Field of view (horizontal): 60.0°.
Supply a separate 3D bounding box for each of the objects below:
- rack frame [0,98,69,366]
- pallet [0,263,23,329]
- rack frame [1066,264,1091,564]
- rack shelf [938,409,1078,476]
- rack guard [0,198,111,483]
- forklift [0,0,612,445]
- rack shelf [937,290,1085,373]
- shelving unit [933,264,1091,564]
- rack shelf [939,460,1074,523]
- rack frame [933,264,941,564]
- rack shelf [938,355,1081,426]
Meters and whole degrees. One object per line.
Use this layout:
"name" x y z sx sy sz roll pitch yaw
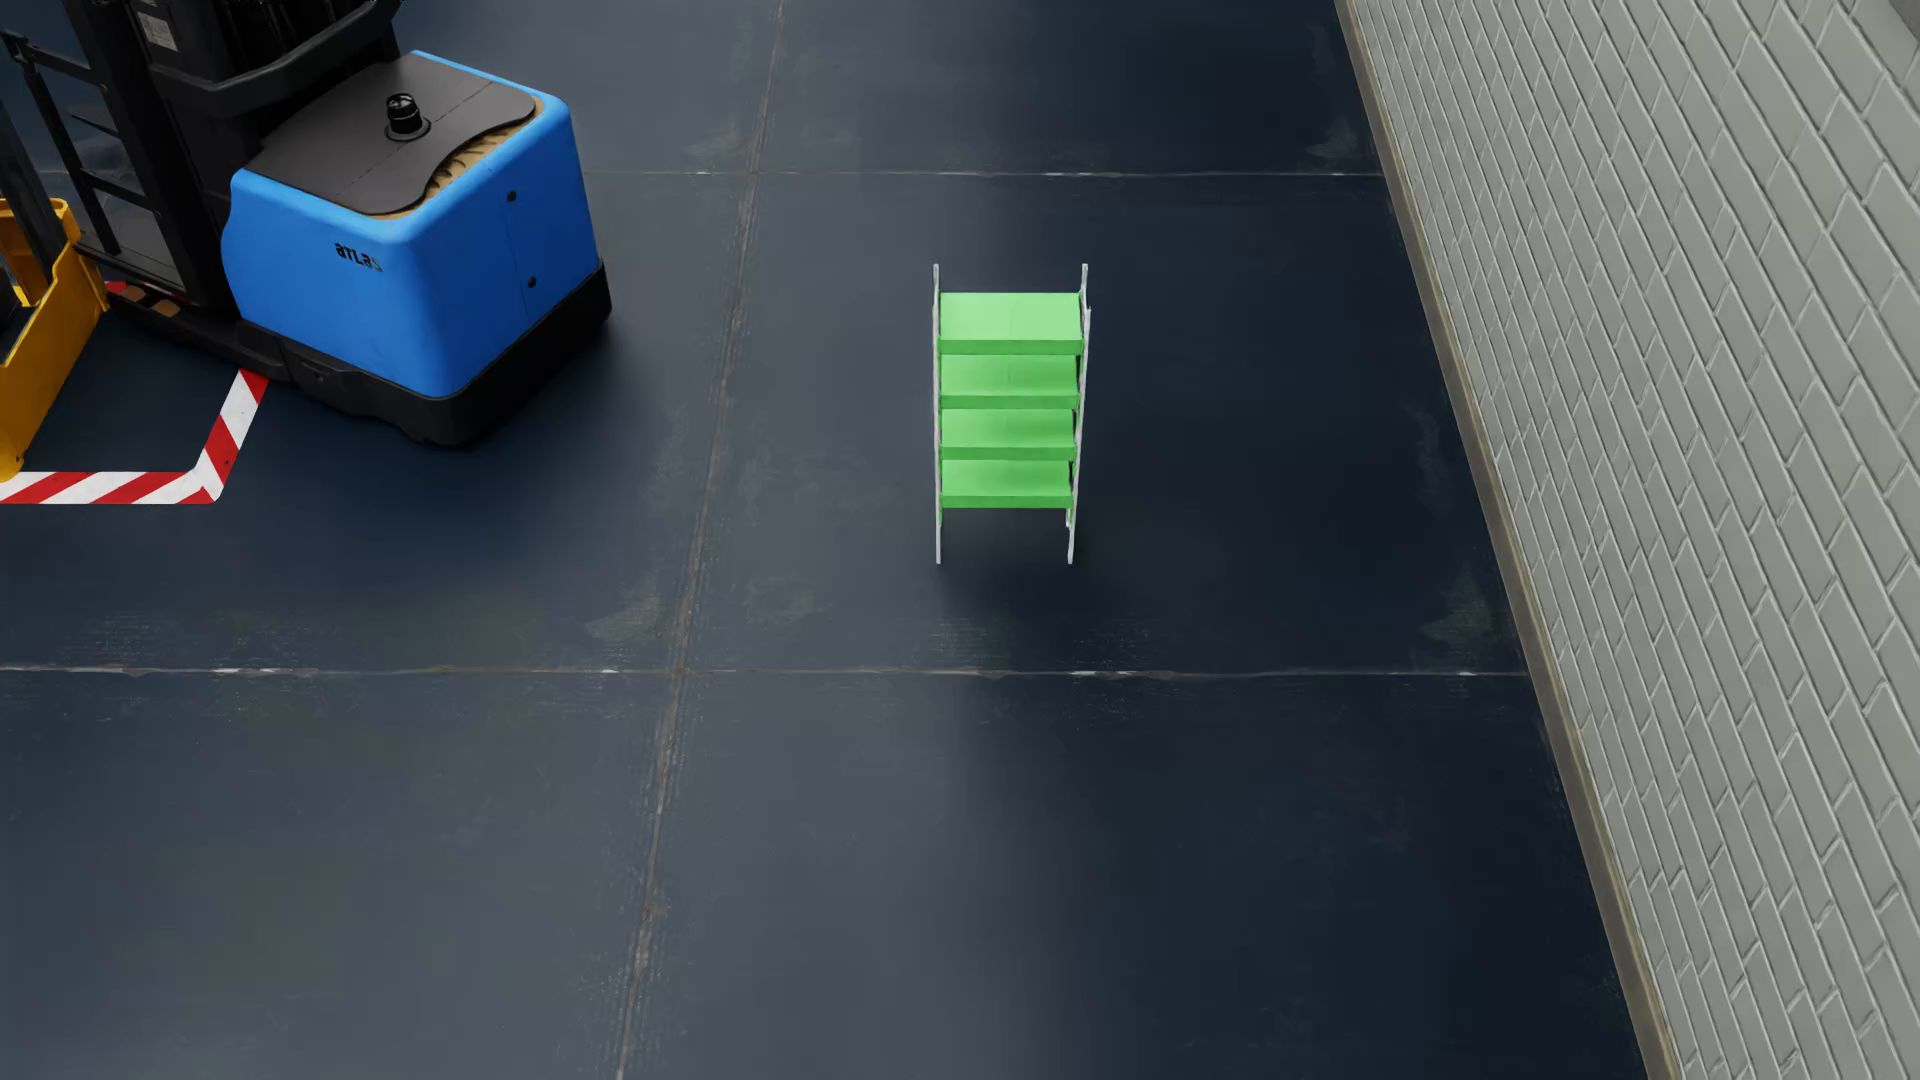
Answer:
"rack frame" -3.773 -1.667 5.753 0.127 3.000 1.000 0 47 0
"pallet" -4.661 -0.746 6.800 1.213 0.211 1.003 0 47 0
"rack frame" 0.410 -0.408 5.810 0.015 1.200 0.240 0 47 0
"rack shelf" 0.166 -0.365 5.857 0.480 0.148 0.258 0 47 0
"rack guard" -3.849 -0.816 6.668 0.348 0.500 1.175 0 47 0
"forklift" -3.020 -2.163 6.261 3.031 2.935 1.130 22 51 19
"rack shelf" 0.166 -0.692 5.506 0.480 0.148 0.258 0 47 0
"shelving unit" 0.166 -0.408 5.810 0.503 1.200 0.258 0 47 0
"rack shelf" 0.166 -0.201 6.033 0.480 0.148 0.258 0 47 0
"rack frame" -0.078 -0.409 5.811 0.015 1.200 0.240 0 47 0
"rack shelf" 0.166 -0.528 5.681 0.480 0.148 0.258 0 47 0
